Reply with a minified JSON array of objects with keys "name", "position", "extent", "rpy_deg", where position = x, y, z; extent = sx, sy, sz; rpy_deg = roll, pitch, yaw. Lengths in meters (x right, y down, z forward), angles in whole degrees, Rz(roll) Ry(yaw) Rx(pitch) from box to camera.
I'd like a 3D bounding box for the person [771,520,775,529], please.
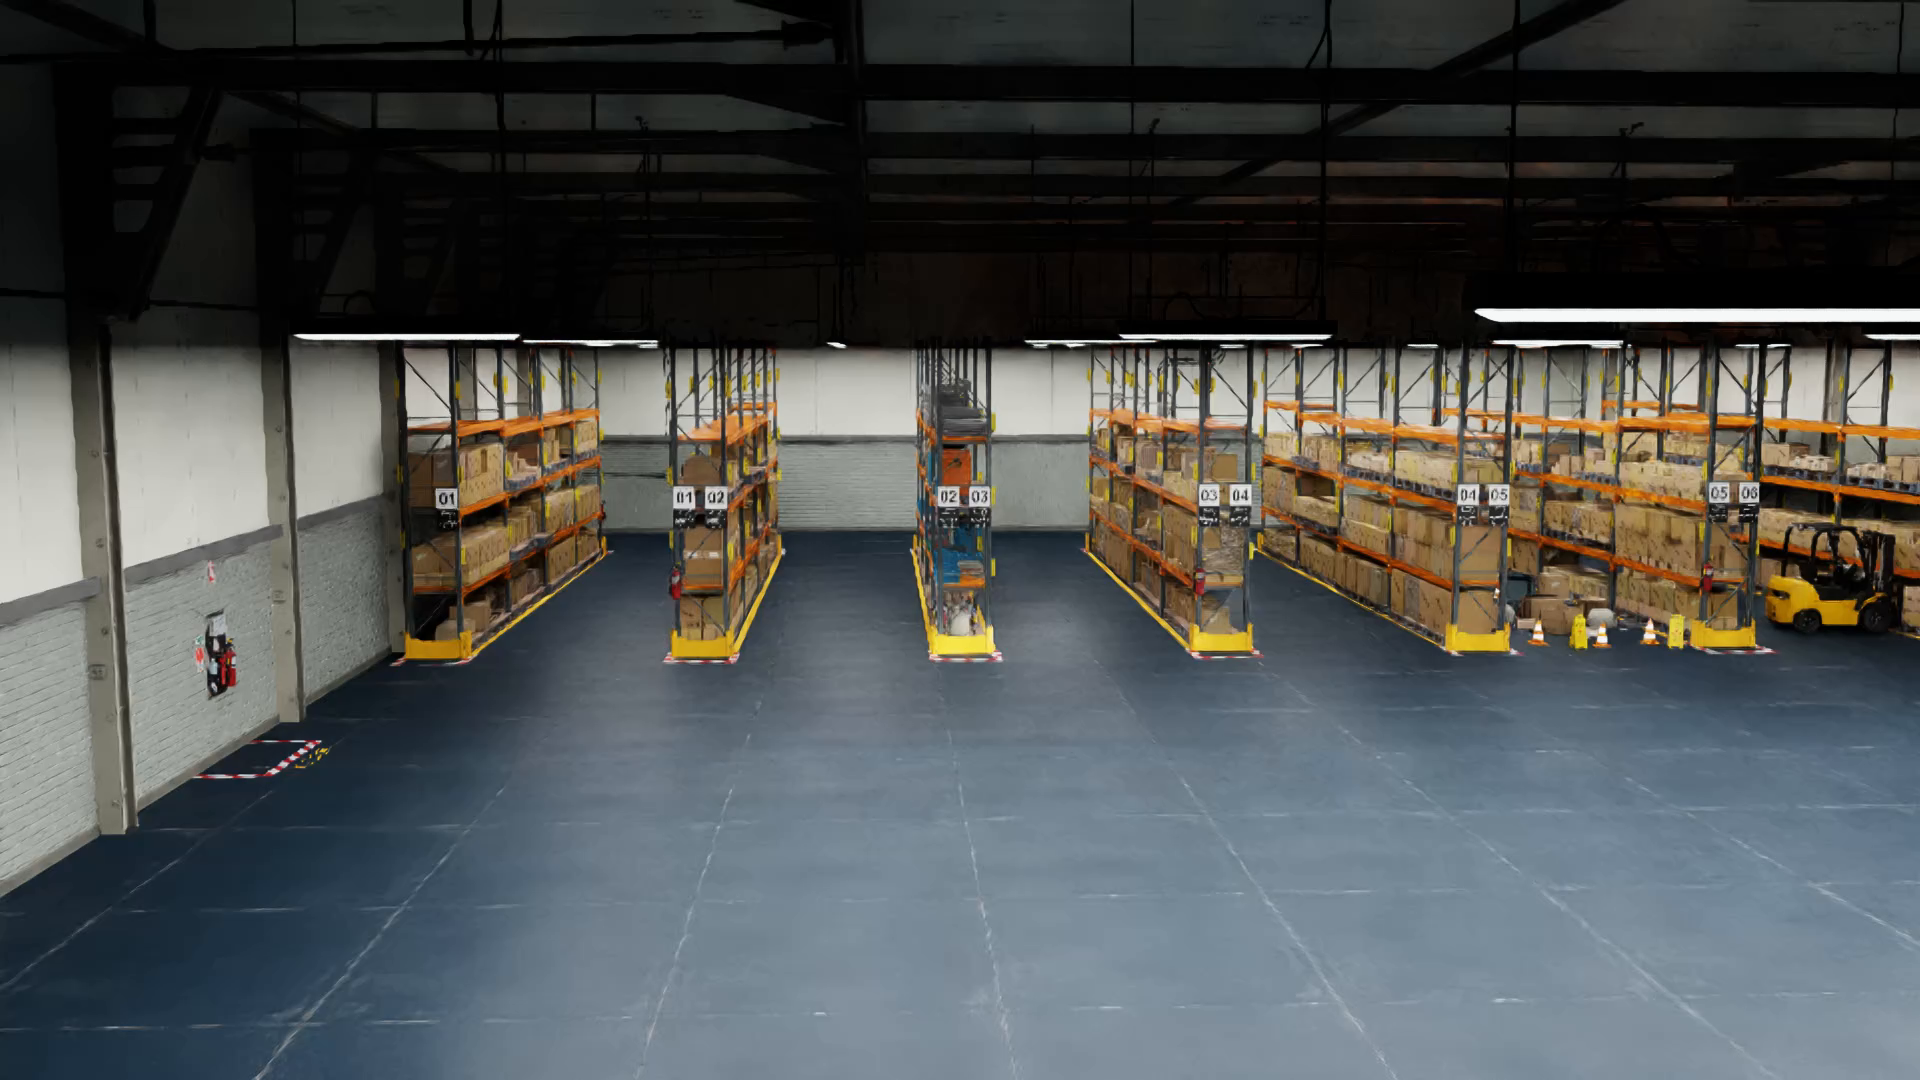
[{"name":"person","position":[-5.884,-0.795,50.390],"extent":[0.624,1.599,0.776],"rpy_deg":[-3,7,-22]}]
